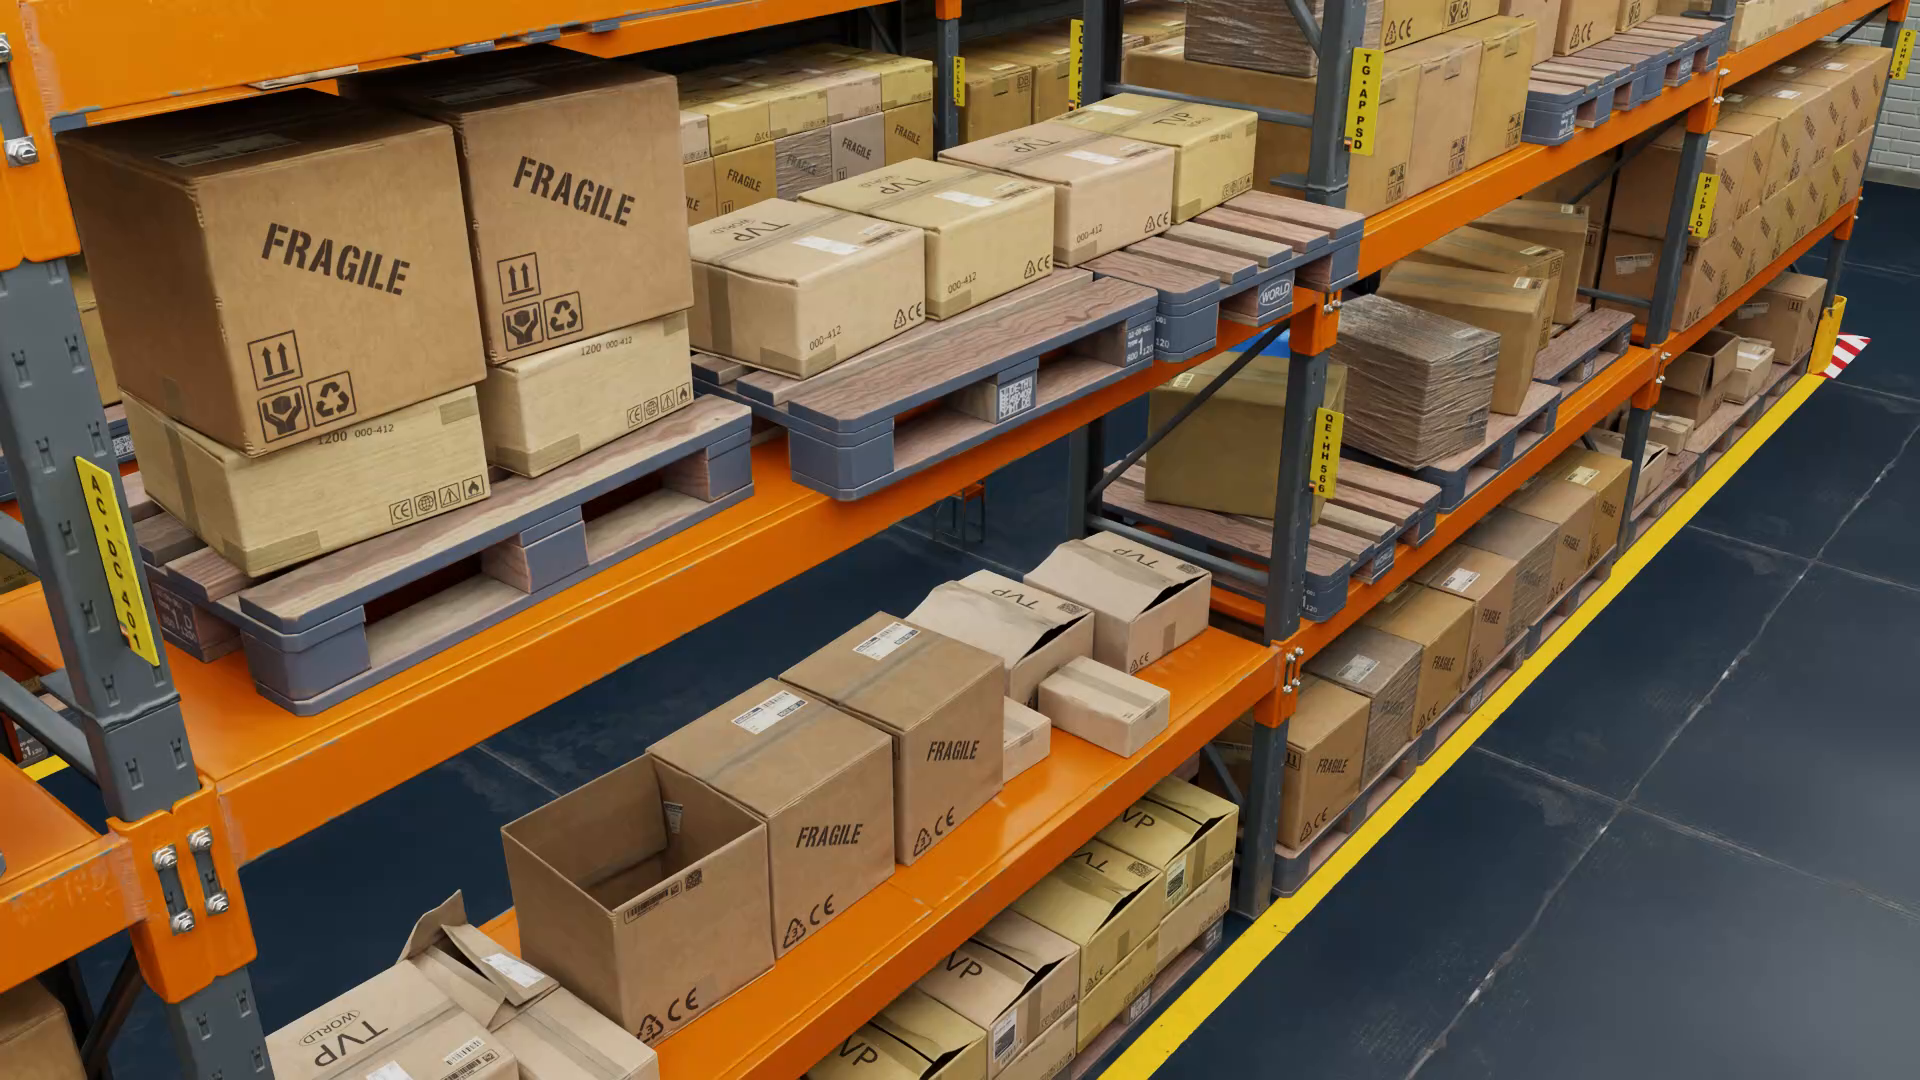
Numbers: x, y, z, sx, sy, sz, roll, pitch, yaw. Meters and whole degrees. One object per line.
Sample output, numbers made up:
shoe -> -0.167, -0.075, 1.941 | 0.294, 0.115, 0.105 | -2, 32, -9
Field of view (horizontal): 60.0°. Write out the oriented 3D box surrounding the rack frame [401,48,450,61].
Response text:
rack frame -> -2.978, -1.394, 9.180 | 1.000, 3.000, 0.127 | 21, 34, 34

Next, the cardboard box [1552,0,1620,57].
cardboard box -> 2.607, -2.573, 7.519 | 0.600, 0.600, 0.600 | 20, 34, 34

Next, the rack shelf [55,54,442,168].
rack shelf -> -4.250, -1.698, 7.286 | 1.077, 0.370, 4.000 | 21, 34, 34

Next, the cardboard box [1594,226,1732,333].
cardboard box -> 3.926, -1.511, 9.298 | 0.500, 0.500, 0.500 | 22, 34, 36

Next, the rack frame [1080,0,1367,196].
rack frame -> 0.847, -2.612, 5.006 | 1.000, 3.000, 0.127 | 21, 34, 34

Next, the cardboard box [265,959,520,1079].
cardboard box -> -1.418, 1.350, 4.039 | 0.500, 0.250, 0.500 | 23, 35, 37

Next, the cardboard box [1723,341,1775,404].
cardboard box -> 5.153, -1.165, 11.252 | 0.500, 0.250, 0.500 | 21, 34, 34

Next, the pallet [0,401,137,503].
pallet -> -4.205, -0.595, 7.844 | 1.003, 0.211, 1.213 | 21, 34, 34

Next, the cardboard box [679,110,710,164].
cardboard box -> -1.834, -2.367, 9.791 | 0.500, 0.250, 0.500 | 21, 34, 35

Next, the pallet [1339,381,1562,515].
pallet -> 2.081, -0.553, 7.764 | 1.003, 0.211, 1.213 | 21, 34, 34

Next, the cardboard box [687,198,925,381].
cardboard box -> -0.434, -0.642, 4.167 | 0.500, 0.250, 0.500 | 18, 32, 30

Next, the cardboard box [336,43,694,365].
cardboard box -> -0.930, -0.730, 3.523 | 0.500, 0.500, 0.500 | -25, 36, -39

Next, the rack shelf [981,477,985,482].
rack shelf -> -0.009, -0.382, 9.540 | 0.258, 0.103, 0.180 | 21, 34, 34

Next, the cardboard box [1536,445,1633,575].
cardboard box -> 3.299, -0.192, 9.099 | 0.500, 0.500, 0.500 | 21, 34, 34

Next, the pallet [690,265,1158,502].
pallet -> -0.224, -0.532, 4.455 | 1.003, 0.211, 1.213 | 23, 35, 37

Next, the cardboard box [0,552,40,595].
cardboard box -> -4.461, -0.003, 7.916 | 0.500, 0.250, 0.500 | 20, 33, 33

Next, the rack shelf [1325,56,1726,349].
rack shelf -> 2.119, -1.669, 7.231 | 1.077, 0.370, 4.000 | 21, 34, 34

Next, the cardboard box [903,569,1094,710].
cardboard box -> 0.129, 0.352, 5.901 | 0.500, 0.311, 0.500 | 20, 34, 34

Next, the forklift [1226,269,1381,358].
forklift -> 2.951, -2.075, 10.572 | 3.031, 2.935, 1.130 | -15, 31, -26

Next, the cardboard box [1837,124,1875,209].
cardboard box -> 5.861, -2.590, 11.383 | 0.500, 0.500, 0.500 | 22, 35, 36

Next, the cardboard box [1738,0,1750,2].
cardboard box -> 3.893, -2.953, 8.549 | 0.500, 0.250, 0.500 | 21, 34, 34

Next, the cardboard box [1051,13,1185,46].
cardboard box -> 1.340, -3.919, 13.734 | 0.980, 0.700, 0.700 | 20, 34, 34

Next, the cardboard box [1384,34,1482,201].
cardboard box -> 1.423, -1.670, 6.339 | 0.910, 0.500, 0.500 | 21, 34, 34

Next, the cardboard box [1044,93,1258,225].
cardboard box -> 0.602, -1.222, 5.290 | 0.500, 0.250, 0.500 | 18, 32, 31

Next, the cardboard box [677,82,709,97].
cardboard box -> -1.905, -2.693, 10.421 | 0.500, 0.250, 0.500 | 20, 33, 33

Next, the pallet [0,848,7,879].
pallet -> -2.220, 0.488, 2.375 | 1.003, 0.211, 1.213 | 21, 34, 34

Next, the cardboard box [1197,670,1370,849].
cardboard box -> 1.357, 0.889, 7.008 | 0.500, 0.500, 0.500 | 22, 35, 36

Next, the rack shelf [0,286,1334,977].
rack shelf -> -0.425, -0.251, 4.489 | 1.077, 0.370, 4.000 | 21, 34, 34

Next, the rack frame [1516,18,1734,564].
rack frame -> 3.392, -1.366, 9.126 | 1.000, 3.000, 0.127 | 21, 34, 34

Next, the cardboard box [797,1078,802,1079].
cardboard box -> -0.591, 1.823, 4.887 | 0.500, 0.311, 0.500 | 19, 33, 33

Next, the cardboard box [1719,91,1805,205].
cardboard box -> 4.564, -2.304, 9.743 | 0.500, 0.500, 0.500 | 20, 33, 33

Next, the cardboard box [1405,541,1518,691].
cardboard box -> 2.337, 0.339, 8.071 | 0.500, 0.500, 0.500 | 19, 33, 33

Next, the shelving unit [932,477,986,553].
shelving unit -> -0.009, -0.528, 9.464 | 0.258, 1.200, 0.189 | 21, 34, 34

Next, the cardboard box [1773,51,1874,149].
cardboard box -> 5.544, -2.855, 10.807 | 0.500, 0.500, 0.500 | 22, 34, 36

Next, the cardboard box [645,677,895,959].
cardboard box -> -0.542, 0.794, 4.841 | 0.500, 0.500, 0.500 | 21, 34, 34

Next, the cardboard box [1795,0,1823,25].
cardboard box -> 4.532, -3.085, 9.347 | 0.500, 0.250, 0.500 | 21, 34, 34

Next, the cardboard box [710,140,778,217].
cardboard box -> -1.489, -2.222, 10.327 | 0.500, 0.500, 0.500 | 22, 34, 36

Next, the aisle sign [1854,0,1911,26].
aisle sign -> 6.216, -3.873, 11.143 | 0.394, 0.787, 0.004 | 21, 34, 34

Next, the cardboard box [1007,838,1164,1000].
cardboard box -> 0.379, 1.282, 5.933 | 0.500, 0.311, 0.500 | 20, 34, 34

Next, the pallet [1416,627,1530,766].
pallet -> 2.128, 0.607, 8.348 | 1.003, 0.211, 1.213 | 21, 34, 34

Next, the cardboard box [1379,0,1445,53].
cardboard box -> 1.454, -2.102, 6.087 | 0.500, 0.500, 0.500 | 21, 34, 34

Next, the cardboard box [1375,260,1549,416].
cardboard box -> 2.315, -0.952, 7.760 | 0.700, 0.500, 0.500 | 12, 30, 22

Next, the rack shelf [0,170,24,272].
rack shelf -> -2.969, 0.012, 1.151 | 1.077, 0.370, 4.000 | 21, 34, 34

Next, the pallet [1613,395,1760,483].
pallet -> 4.605, -0.805, 11.076 | 1.003, 0.211, 1.213 | 21, 34, 34

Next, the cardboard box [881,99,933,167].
cardboard box -> -0.532, -2.760, 11.367 | 0.500, 0.500, 0.500 | 20, 33, 34

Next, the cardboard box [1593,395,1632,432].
cardboard box -> 4.012, -0.918, 10.707 | 0.500, 0.311, 0.500 | 21, 34, 34

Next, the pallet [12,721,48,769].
pallet -> -5.028, 0.986, 7.614 | 1.003, 0.211, 1.213 | 21, 34, 34

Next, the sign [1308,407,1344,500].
sign -> 1.278, -0.301, 5.807 | 0.100, 0.325, 0.005 | 21, 34, 34

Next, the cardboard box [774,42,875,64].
cardboard box -> -0.927, -3.244, 11.485 | 0.500, 0.250, 0.500 | 22, 35, 36

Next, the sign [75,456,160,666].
sign -> -1.268, 0.035, 2.504 | 0.100, 0.325, 0.005 | 21, 34, 34

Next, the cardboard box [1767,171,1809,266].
cardboard box -> 4.891, -2.051, 10.342 | 0.500, 0.500, 0.500 | 20, 34, 34

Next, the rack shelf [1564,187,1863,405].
rack shelf -> 4.664, -1.755, 10.662 | 1.077, 0.370, 4.000 | 21, 34, 34

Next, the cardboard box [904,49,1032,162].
cardboard box -> -0.076, -3.133, 12.215 | 0.980, 0.700, 0.700 | 21, 34, 35

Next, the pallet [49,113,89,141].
pallet -> -4.390, -1.781, 6.868 | 1.213, 0.211, 1.003 | 21, 34, 34

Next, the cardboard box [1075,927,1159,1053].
cardboard box -> 0.376, 1.529, 6.066 | 0.500, 0.250, 0.500 | 20, 34, 34
